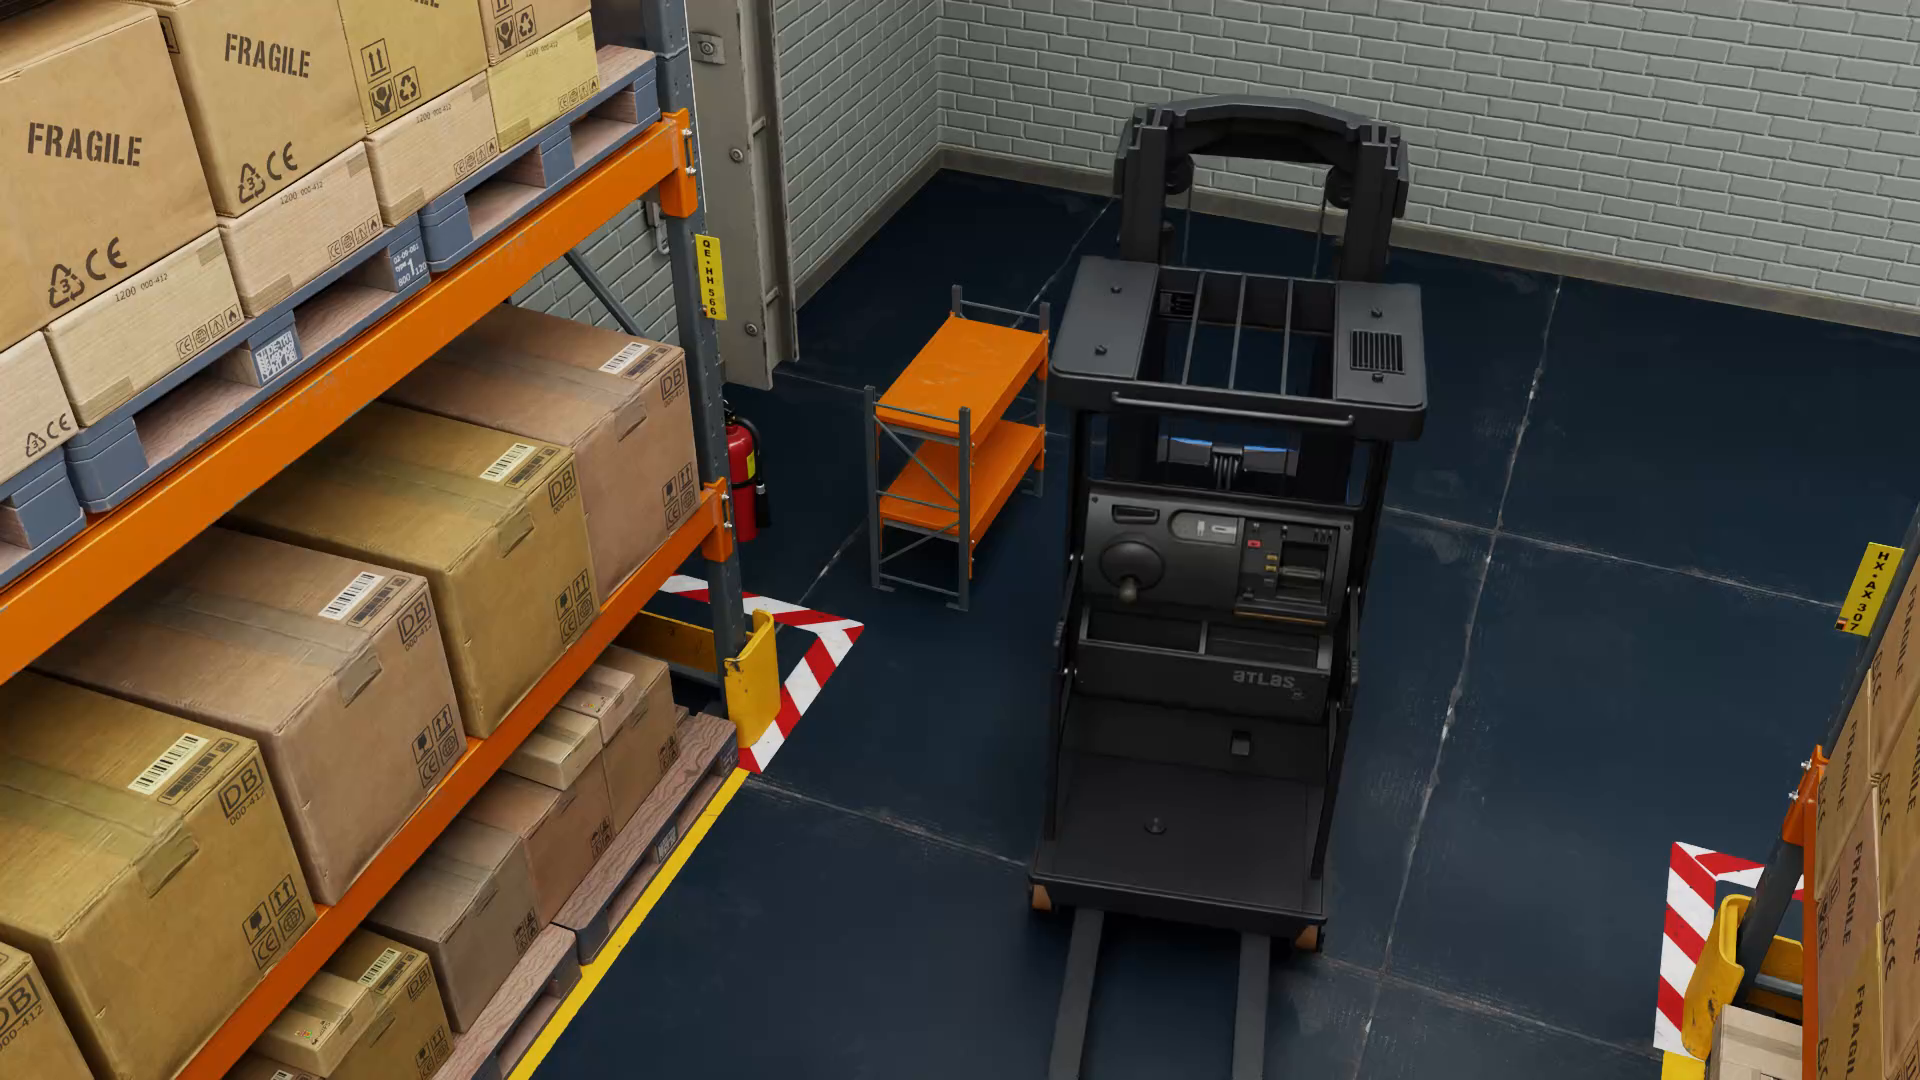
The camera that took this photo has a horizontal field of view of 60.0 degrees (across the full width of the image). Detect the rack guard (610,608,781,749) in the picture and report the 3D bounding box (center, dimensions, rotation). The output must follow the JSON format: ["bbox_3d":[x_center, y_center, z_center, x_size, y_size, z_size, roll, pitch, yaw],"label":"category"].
[{"bbox_3d":[-1.378,0.481,7.290,1.175,0.500,0.348,14,39,18],"label":"rack guard"}]

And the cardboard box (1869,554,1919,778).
[{"bbox_3d":[2.783,0.365,4.440,0.500,0.500,0.500,15,39,19],"label":"cardboard box"}]

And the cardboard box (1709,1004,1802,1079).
[{"bbox_3d":[2.719,1.739,5.534,0.380,0.149,0.250,14,39,18],"label":"cardboard box"}]

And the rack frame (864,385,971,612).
[{"bbox_3d":[-0.191,-0.173,7.643,0.500,1.125,0.032,14,39,18],"label":"rack frame"}]

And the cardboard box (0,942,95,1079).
[{"bbox_3d":[-2.687,1.291,3.868,0.980,0.700,0.700,14,39,18],"label":"cardboard box"}]

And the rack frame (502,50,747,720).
[{"bbox_3d":[-1.387,-0.507,6.524,1.000,3.000,0.127,14,39,18],"label":"rack frame"}]

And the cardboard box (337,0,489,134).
[{"bbox_3d":[-1.613,-1.415,4.298,0.500,0.500,0.500,15,39,19],"label":"cardboard box"}]

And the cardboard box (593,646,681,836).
[{"bbox_3d":[-1.561,0.736,6.598,0.700,0.500,0.500,14,39,18],"label":"cardboard box"}]

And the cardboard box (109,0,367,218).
[{"bbox_3d":[-1.804,-1.124,3.909,0.500,0.500,0.500,12,38,16],"label":"cardboard box"}]

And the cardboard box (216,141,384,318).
[{"bbox_3d":[-1.810,-0.813,4.119,0.500,0.250,0.500,13,39,16],"label":"cardboard box"}]

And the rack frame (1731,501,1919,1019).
[{"bbox_3d":[3.196,0.619,5.017,1.000,3.000,0.127,14,39,18],"label":"rack frame"}]

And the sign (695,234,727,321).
[{"bbox_3d":[-0.890,-0.934,5.931,0.100,0.325,0.005,14,39,18],"label":"sign"}]

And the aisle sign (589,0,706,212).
[{"bbox_3d":[-1.082,-1.520,5.708,0.394,0.787,0.004,14,39,18],"label":"aisle sign"}]

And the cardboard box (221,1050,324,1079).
[{"bbox_3d":[-2.335,1.873,5.078,0.700,0.500,0.500,13,39,17],"label":"cardboard box"}]

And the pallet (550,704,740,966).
[{"bbox_3d":[-1.619,1.071,6.743,1.003,0.211,1.213,14,39,18],"label":"pallet"}]

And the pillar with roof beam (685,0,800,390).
[{"bbox_3d":[2.822,-3.621,5.680,9.100,9.000,0.400,14,39,18],"label":"pillar with roof beam"}]

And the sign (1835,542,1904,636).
[{"bbox_3d":[2.694,0.149,4.923,0.100,0.325,0.005,14,39,18],"label":"sign"}]

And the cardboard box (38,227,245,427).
[{"bbox_3d":[-2.007,-0.529,3.739,0.500,0.250,0.500,13,39,17],"label":"cardboard box"}]

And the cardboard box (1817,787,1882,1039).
[{"bbox_3d":[2.592,1.052,4.355,0.500,0.500,0.500,13,39,17],"label":"cardboard box"}]

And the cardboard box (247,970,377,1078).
[{"bbox_3d":[-2.032,1.453,5.097,0.380,0.149,0.250,13,39,16],"label":"cardboard box"}]

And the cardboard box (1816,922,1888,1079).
[{"bbox_3d":[2.398,1.329,3.984,0.500,0.500,0.500,14,39,18],"label":"cardboard box"}]

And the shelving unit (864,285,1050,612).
[{"bbox_3d":[0.003,-0.454,8.020,0.538,1.125,1.048,14,39,18],"label":"shelving unit"}]

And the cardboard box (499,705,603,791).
[{"bbox_3d":[-1.538,0.731,6.063,0.380,0.149,0.250,15,39,19],"label":"cardboard box"}]

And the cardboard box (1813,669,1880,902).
[{"bbox_3d":[2.783,0.765,4.739,0.500,0.500,0.500,15,39,19],"label":"cardboard box"}]

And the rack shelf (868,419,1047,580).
[{"bbox_3d":[0.003,-0.258,8.166,0.538,0.278,1.000,14,39,18],"label":"rack shelf"}]

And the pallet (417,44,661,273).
[{"bbox_3d":[-1.659,-1.260,5.100,1.003,0.211,1.213,14,39,18],"label":"pallet"}]

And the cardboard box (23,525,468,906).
[{"bbox_3d":[-2.137,0.483,4.949,0.980,0.700,0.700,12,38,16],"label":"cardboard box"}]

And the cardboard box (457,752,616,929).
[{"bbox_3d":[-1.751,1.014,6.227,0.700,0.500,0.500,14,39,18],"label":"cardboard box"}]

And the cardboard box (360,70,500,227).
[{"bbox_3d":[-1.617,-1.102,4.506,0.500,0.250,0.500,12,39,16],"label":"cardboard box"}]

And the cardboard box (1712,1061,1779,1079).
[{"bbox_3d":[2.623,1.870,5.343,0.380,0.166,0.250,14,39,18],"label":"cardboard box"}]

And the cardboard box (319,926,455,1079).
[{"bbox_3d":[-2.138,1.589,5.457,0.700,0.500,0.500,15,39,19],"label":"cardboard box"}]

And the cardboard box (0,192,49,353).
[{"bbox_3d":[-2.188,-0.559,3.153,0.500,0.500,0.500,13,39,17],"label":"cardboard box"}]

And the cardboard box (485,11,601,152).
[{"bbox_3d":[-1.420,-1.391,4.892,0.500,0.250,0.500,15,39,19],"label":"cardboard box"}]

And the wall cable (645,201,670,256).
[{"bbox_3d":[-1.774,-1.838,7.457,0.084,1.984,1.851,14,39,18],"label":"wall cable"}]

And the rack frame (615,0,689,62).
[{"bbox_3d":[-1.387,-2.910,4.728,1.000,3.000,0.127,14,39,18],"label":"rack frame"}]

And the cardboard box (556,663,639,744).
[{"bbox_3d":[-1.441,0.589,6.253,0.380,0.149,0.250,13,39,17],"label":"cardboard box"}]

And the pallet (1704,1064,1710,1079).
[{"bbox_3d":[2.864,2.220,5.205,1.003,0.211,1.213,14,39,18],"label":"pallet"}]

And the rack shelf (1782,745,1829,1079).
[{"bbox_3d":[2.435,2.015,3.751,1.077,0.370,4.000,14,39,18],"label":"rack shelf"}]

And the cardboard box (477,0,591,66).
[{"bbox_3d":[-1.413,-1.690,4.666,0.500,0.500,0.500,14,39,18],"label":"cardboard box"}]

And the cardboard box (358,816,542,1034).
[{"bbox_3d":[-1.942,1.292,5.854,0.700,0.500,0.500,13,39,16],"label":"cardboard box"}]

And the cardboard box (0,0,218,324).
[{"bbox_3d":[-2.005,-0.834,3.521,0.500,0.500,0.500,14,39,18],"label":"cardboard box"}]

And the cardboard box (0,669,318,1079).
[{"bbox_3d":[-2.404,0.888,4.407,0.980,0.700,0.700,13,39,17],"label":"cardboard box"}]

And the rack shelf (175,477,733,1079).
[{"bbox_3d":[-2.148,0.889,5.258,1.077,0.370,4.000,14,39,18],"label":"rack shelf"}]

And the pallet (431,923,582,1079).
[{"bbox_3d":[-2.084,1.744,5.842,1.003,0.211,1.213,14,39,18],"label":"pallet"}]

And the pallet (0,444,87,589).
[{"bbox_3d":[-2.588,0.091,3.293,1.003,0.211,1.213,14,39,18],"label":"pallet"}]

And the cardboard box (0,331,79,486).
[{"bbox_3d":[-2.195,-0.243,3.357,0.500,0.250,0.500,13,39,17],"label":"cardboard box"}]

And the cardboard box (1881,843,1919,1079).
[{"bbox_3d":[2.396,0.932,3.681,0.500,0.500,0.500,14,39,18],"label":"cardboard box"}]

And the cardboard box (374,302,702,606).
[{"bbox_3d":[-1.572,-0.342,6.054,0.980,0.700,0.700,16,40,20],"label":"cardboard box"}]

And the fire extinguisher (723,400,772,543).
[{"bbox_3d":[-0.903,-0.305,6.630,0.296,0.674,0.183,14,39,18],"label":"fire extinguisher"}]

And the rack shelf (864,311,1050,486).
[{"bbox_3d":[0.003,-0.689,7.845,0.538,0.278,1.000,14,39,18],"label":"rack shelf"}]

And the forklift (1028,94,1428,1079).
[{"bbox_3d":[0.871,0.129,5.731,1.130,2.935,3.031,7,37,9],"label":"forklift"}]

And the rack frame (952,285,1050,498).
[{"bbox_3d":[0.196,-0.736,8.396,0.500,1.125,0.032,14,39,18],"label":"rack frame"}]

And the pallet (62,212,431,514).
[{"bbox_3d":[-2.122,-0.582,4.193,1.003,0.211,1.213,14,39,18],"label":"pallet"}]

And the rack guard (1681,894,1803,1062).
[{"bbox_3d":[3.167,1.663,5.709,1.175,0.500,0.348,14,39,18],"label":"rack guard"}]

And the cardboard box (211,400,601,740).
[{"bbox_3d":[-1.838,0.063,5.511,0.980,0.700,0.700,14,39,17],"label":"cardboard box"}]

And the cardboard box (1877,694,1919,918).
[{"bbox_3d":[2.591,0.656,4.050,0.500,0.500,0.500,14,39,18],"label":"cardboard box"}]

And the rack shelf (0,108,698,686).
[{"bbox_3d":[-2.148,-0.313,4.360,1.077,0.370,4.000,14,39,18],"label":"rack shelf"}]
